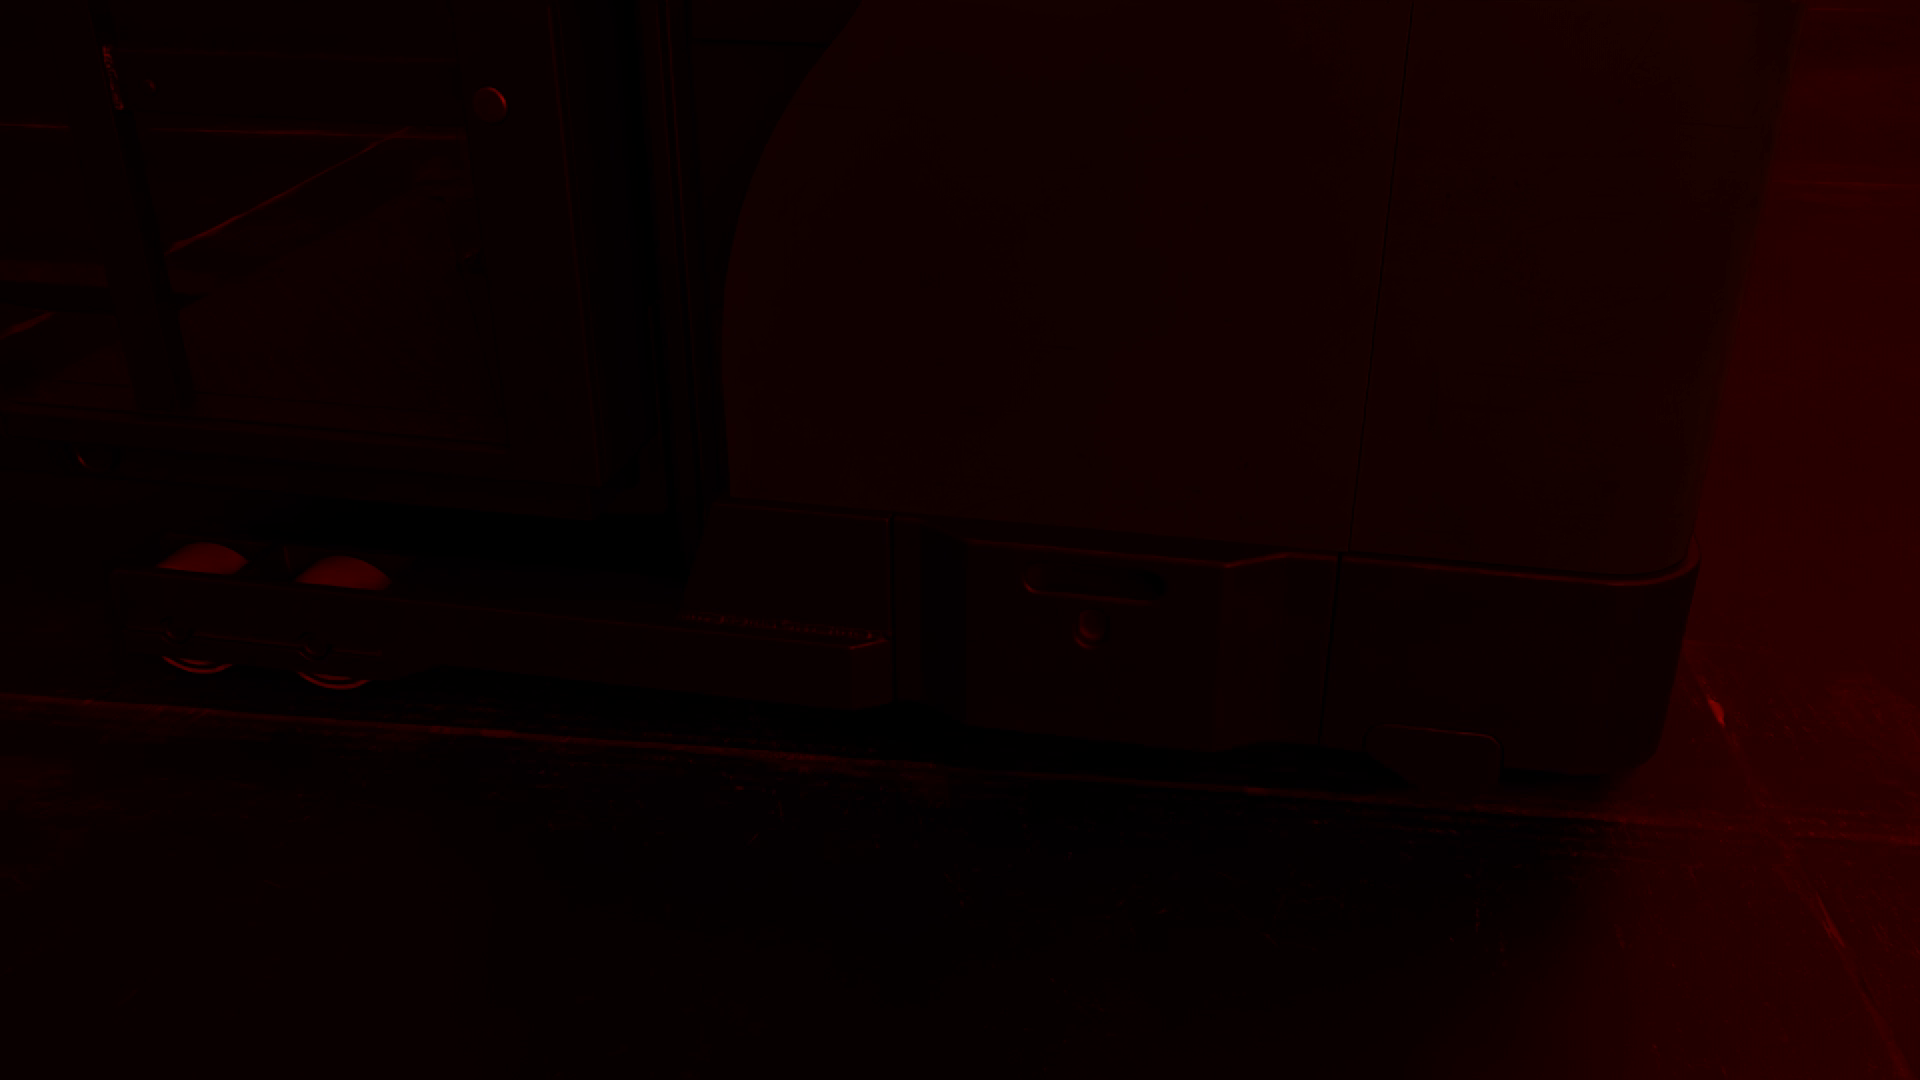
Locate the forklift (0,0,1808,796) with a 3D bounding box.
[{"bbox_3d":[-0.604,-1.345,1.913,3.031,2.935,1.130,5,27,10],"label":"forklift"}]
